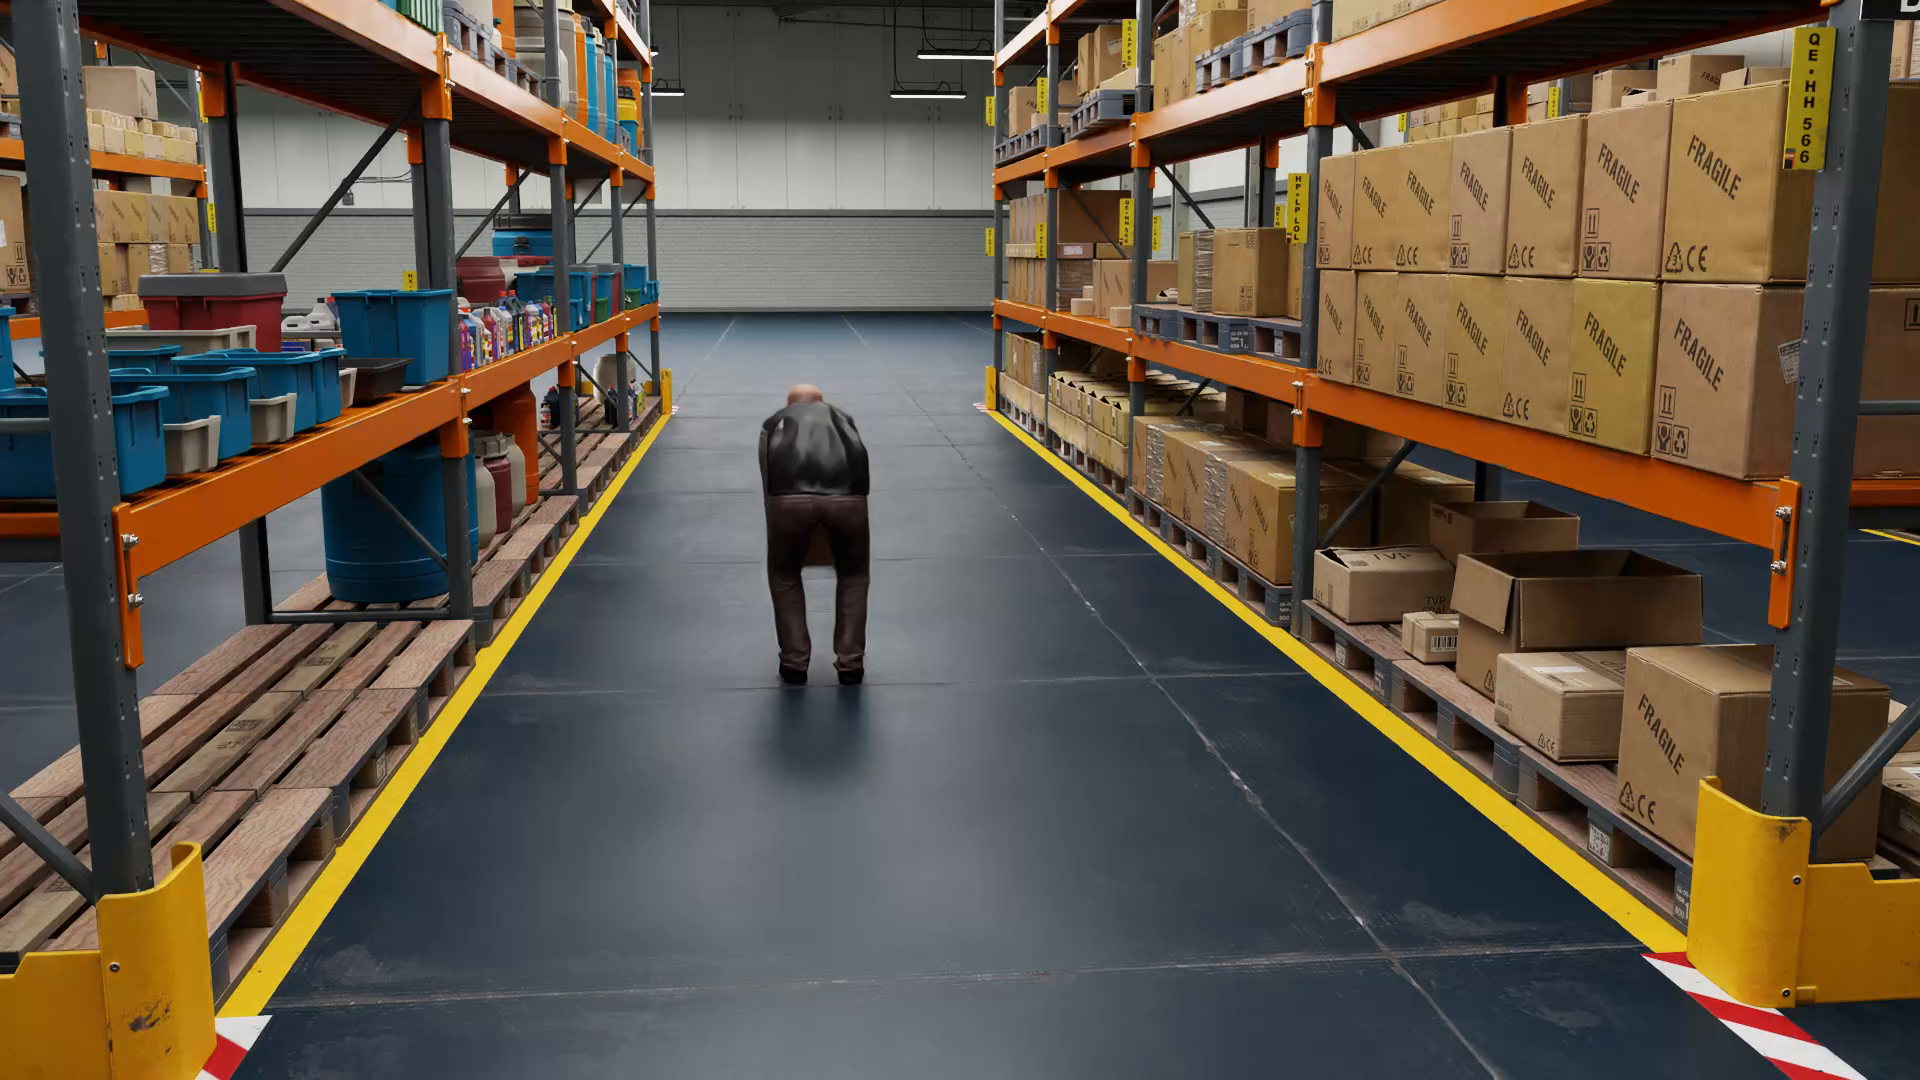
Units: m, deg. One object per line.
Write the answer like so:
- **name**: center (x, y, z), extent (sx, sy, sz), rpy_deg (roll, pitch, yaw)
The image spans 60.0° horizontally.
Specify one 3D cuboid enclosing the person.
- **person**: center (-0.659, -0.040, 7.499), extent (0.481, 1.277, 0.907), rpy_deg (-1, 10, -8)
